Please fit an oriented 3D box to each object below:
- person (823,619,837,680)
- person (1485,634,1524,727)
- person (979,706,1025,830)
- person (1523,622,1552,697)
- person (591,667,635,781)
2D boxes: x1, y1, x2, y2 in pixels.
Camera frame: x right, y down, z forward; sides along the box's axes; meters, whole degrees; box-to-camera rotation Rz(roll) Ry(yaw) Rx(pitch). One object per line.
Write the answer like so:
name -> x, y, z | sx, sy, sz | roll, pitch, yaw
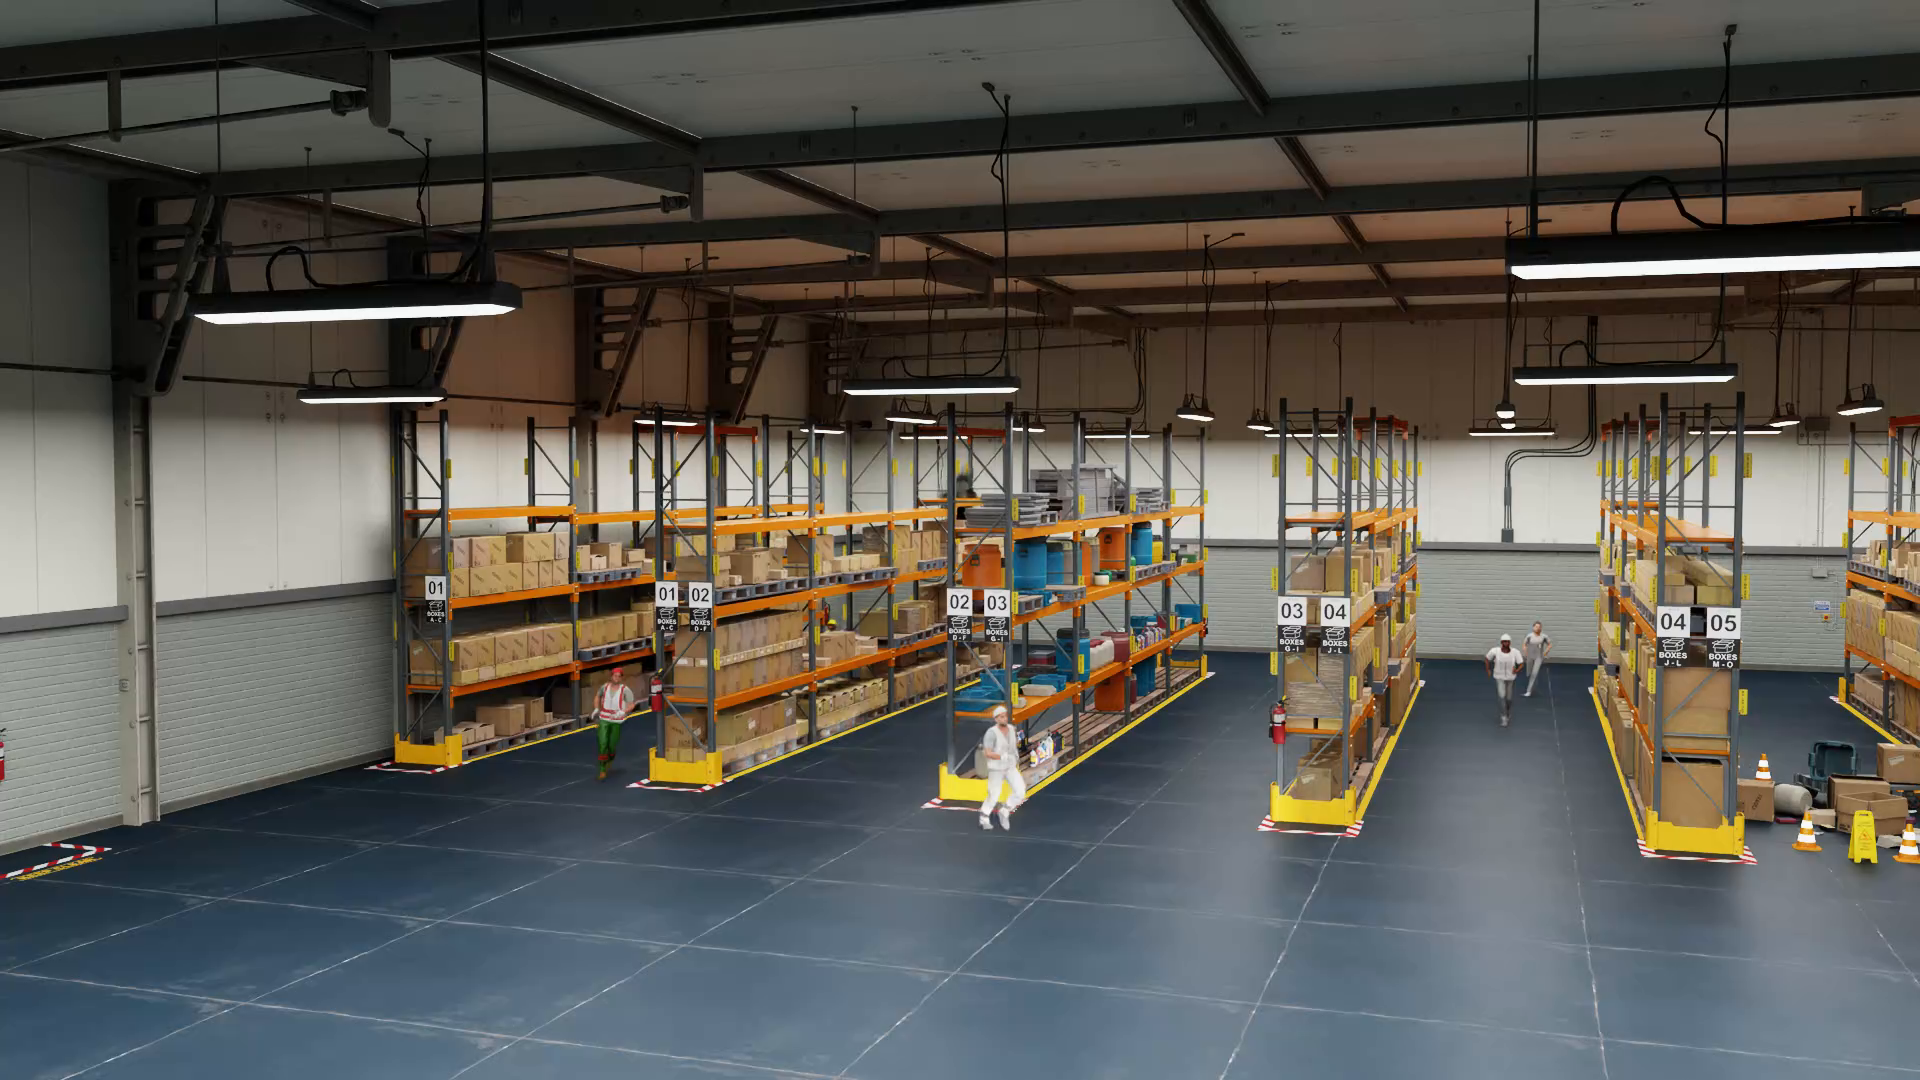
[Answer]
person -> -2.770, 2.599, 36.290 | 0.708, 1.748, 0.727 | 0, 2, 10
person -> 10.693, 2.747, 32.662 | 0.720, 1.809, 0.836 | 0, 2, 11
person -> 0.602, 3.127, 22.735 | 0.681, 1.734, 0.833 | -2, 3, -32
person -> 12.755, 2.622, 36.779 | 0.590, 1.639, 0.879 | 1, 3, 28
person -> -5.642, 2.963, 27.087 | 0.700, 1.773, 0.842 | 0, 2, -4
